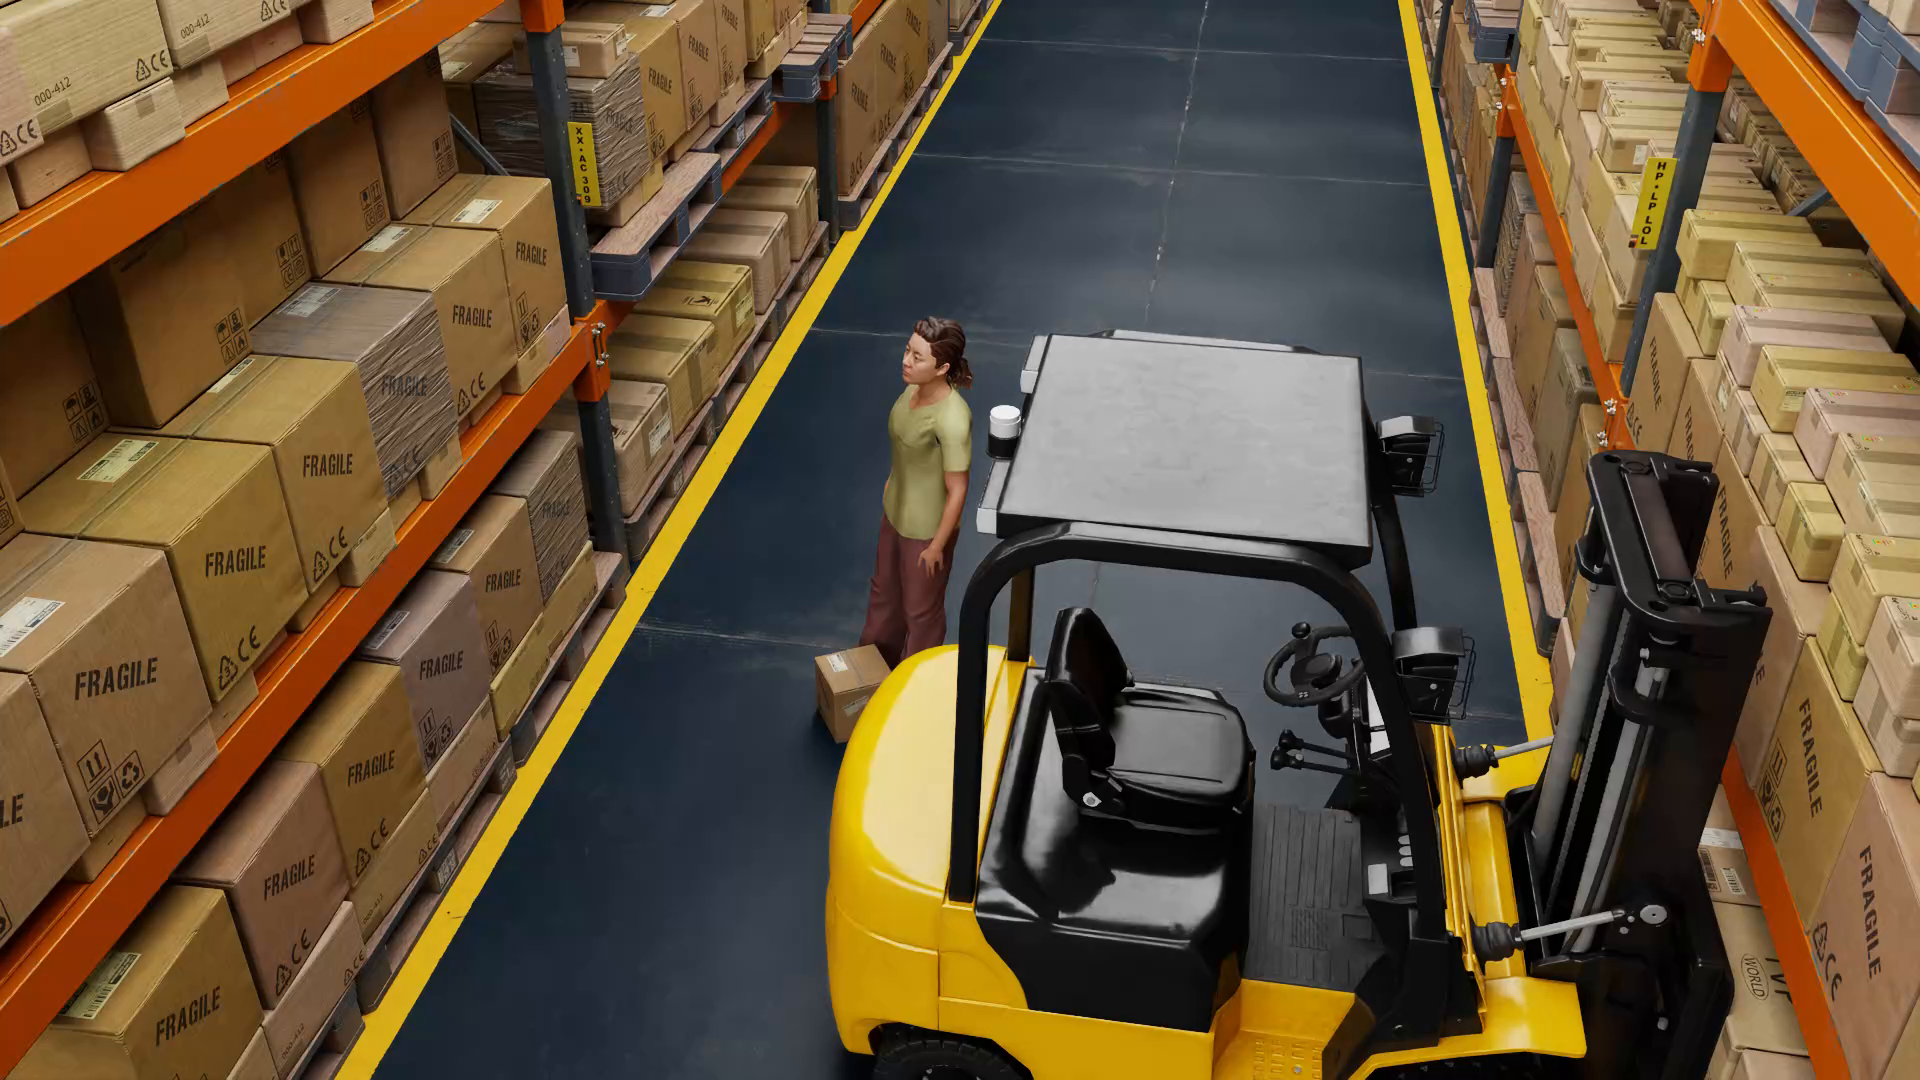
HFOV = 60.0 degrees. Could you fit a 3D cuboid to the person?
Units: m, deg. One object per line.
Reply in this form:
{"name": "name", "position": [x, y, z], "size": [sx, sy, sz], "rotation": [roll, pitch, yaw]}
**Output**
{"name": "person", "position": [-0.215, -0.063, 6.221], "size": [0.549, 1.677, 0.554], "rotation": [-11, 34, -16]}
